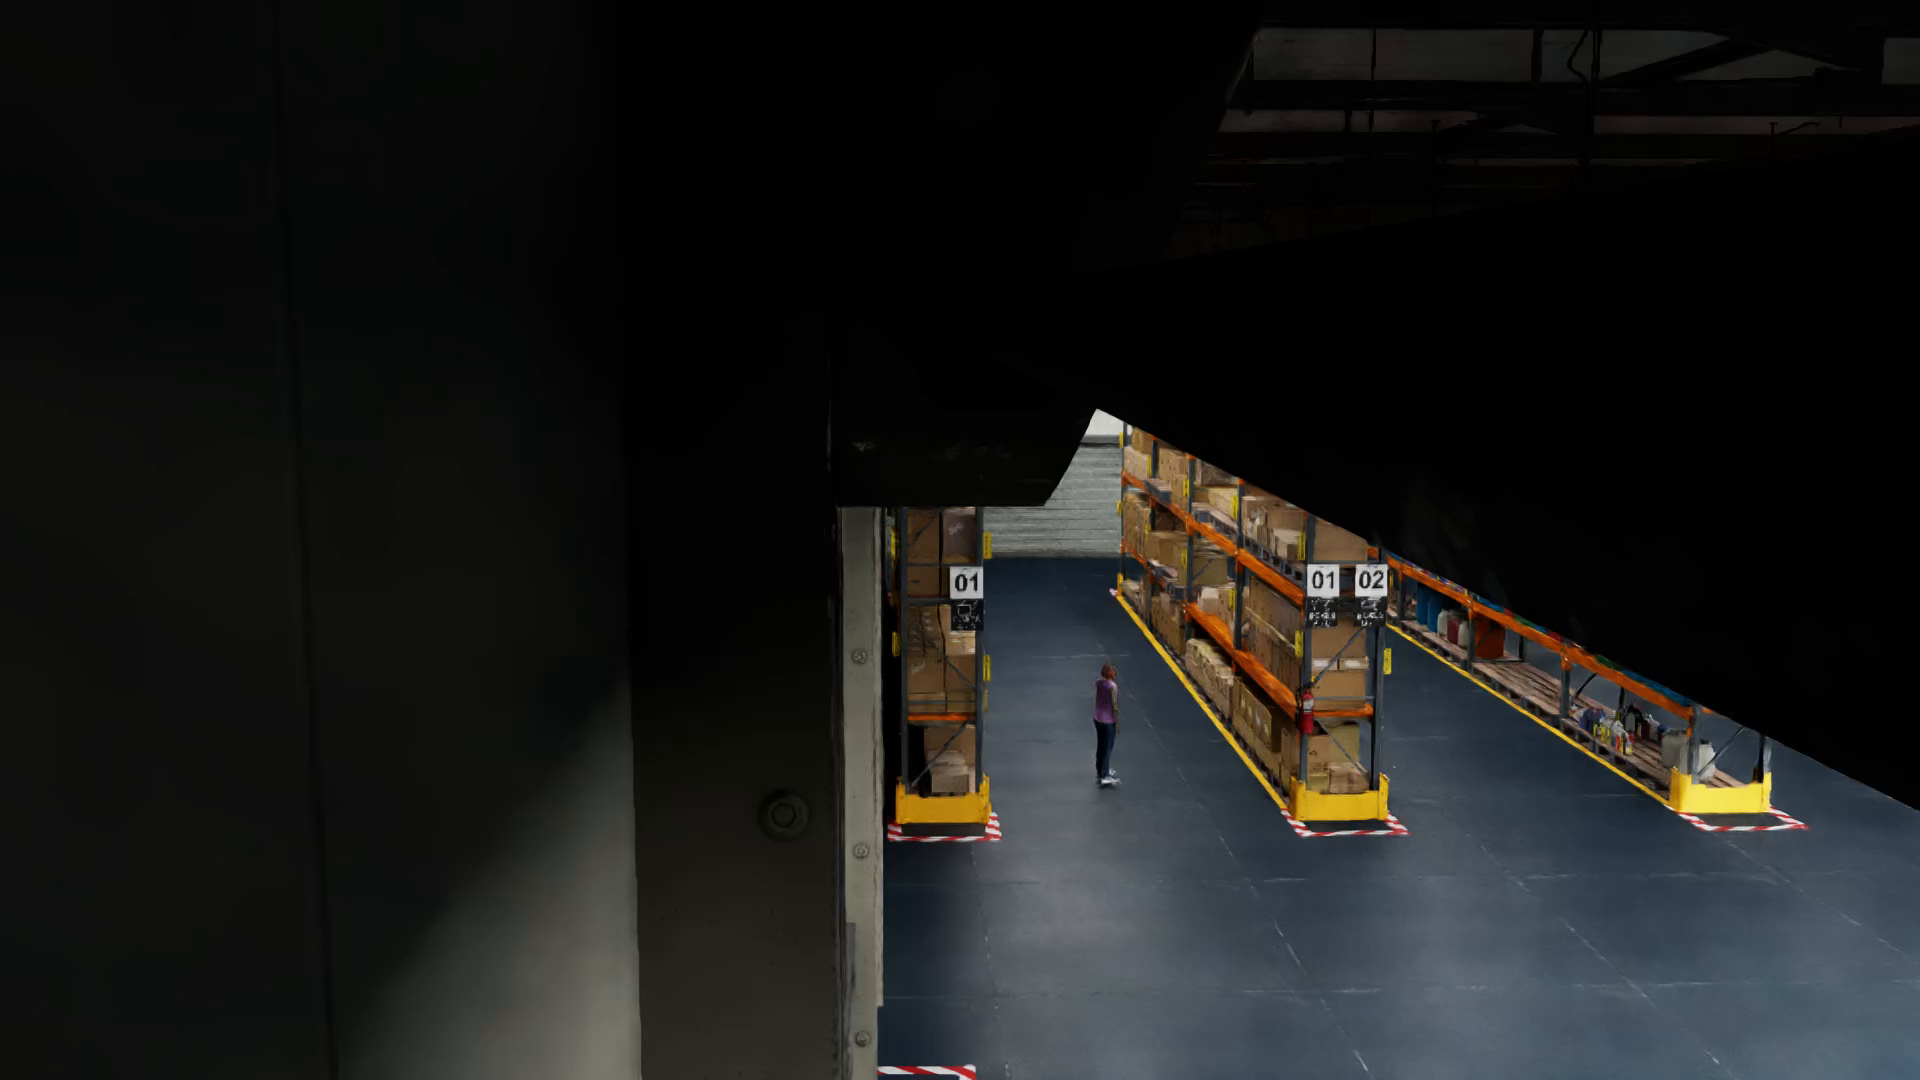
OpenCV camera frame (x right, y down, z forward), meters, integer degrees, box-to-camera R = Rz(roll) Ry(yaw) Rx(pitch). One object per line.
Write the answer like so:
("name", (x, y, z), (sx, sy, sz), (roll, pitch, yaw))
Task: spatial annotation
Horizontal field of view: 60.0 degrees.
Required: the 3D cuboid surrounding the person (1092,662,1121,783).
("person", (1.969, 2.424, 22.204), (0.396, 1.589, 0.509), (-6, 10, -37))
